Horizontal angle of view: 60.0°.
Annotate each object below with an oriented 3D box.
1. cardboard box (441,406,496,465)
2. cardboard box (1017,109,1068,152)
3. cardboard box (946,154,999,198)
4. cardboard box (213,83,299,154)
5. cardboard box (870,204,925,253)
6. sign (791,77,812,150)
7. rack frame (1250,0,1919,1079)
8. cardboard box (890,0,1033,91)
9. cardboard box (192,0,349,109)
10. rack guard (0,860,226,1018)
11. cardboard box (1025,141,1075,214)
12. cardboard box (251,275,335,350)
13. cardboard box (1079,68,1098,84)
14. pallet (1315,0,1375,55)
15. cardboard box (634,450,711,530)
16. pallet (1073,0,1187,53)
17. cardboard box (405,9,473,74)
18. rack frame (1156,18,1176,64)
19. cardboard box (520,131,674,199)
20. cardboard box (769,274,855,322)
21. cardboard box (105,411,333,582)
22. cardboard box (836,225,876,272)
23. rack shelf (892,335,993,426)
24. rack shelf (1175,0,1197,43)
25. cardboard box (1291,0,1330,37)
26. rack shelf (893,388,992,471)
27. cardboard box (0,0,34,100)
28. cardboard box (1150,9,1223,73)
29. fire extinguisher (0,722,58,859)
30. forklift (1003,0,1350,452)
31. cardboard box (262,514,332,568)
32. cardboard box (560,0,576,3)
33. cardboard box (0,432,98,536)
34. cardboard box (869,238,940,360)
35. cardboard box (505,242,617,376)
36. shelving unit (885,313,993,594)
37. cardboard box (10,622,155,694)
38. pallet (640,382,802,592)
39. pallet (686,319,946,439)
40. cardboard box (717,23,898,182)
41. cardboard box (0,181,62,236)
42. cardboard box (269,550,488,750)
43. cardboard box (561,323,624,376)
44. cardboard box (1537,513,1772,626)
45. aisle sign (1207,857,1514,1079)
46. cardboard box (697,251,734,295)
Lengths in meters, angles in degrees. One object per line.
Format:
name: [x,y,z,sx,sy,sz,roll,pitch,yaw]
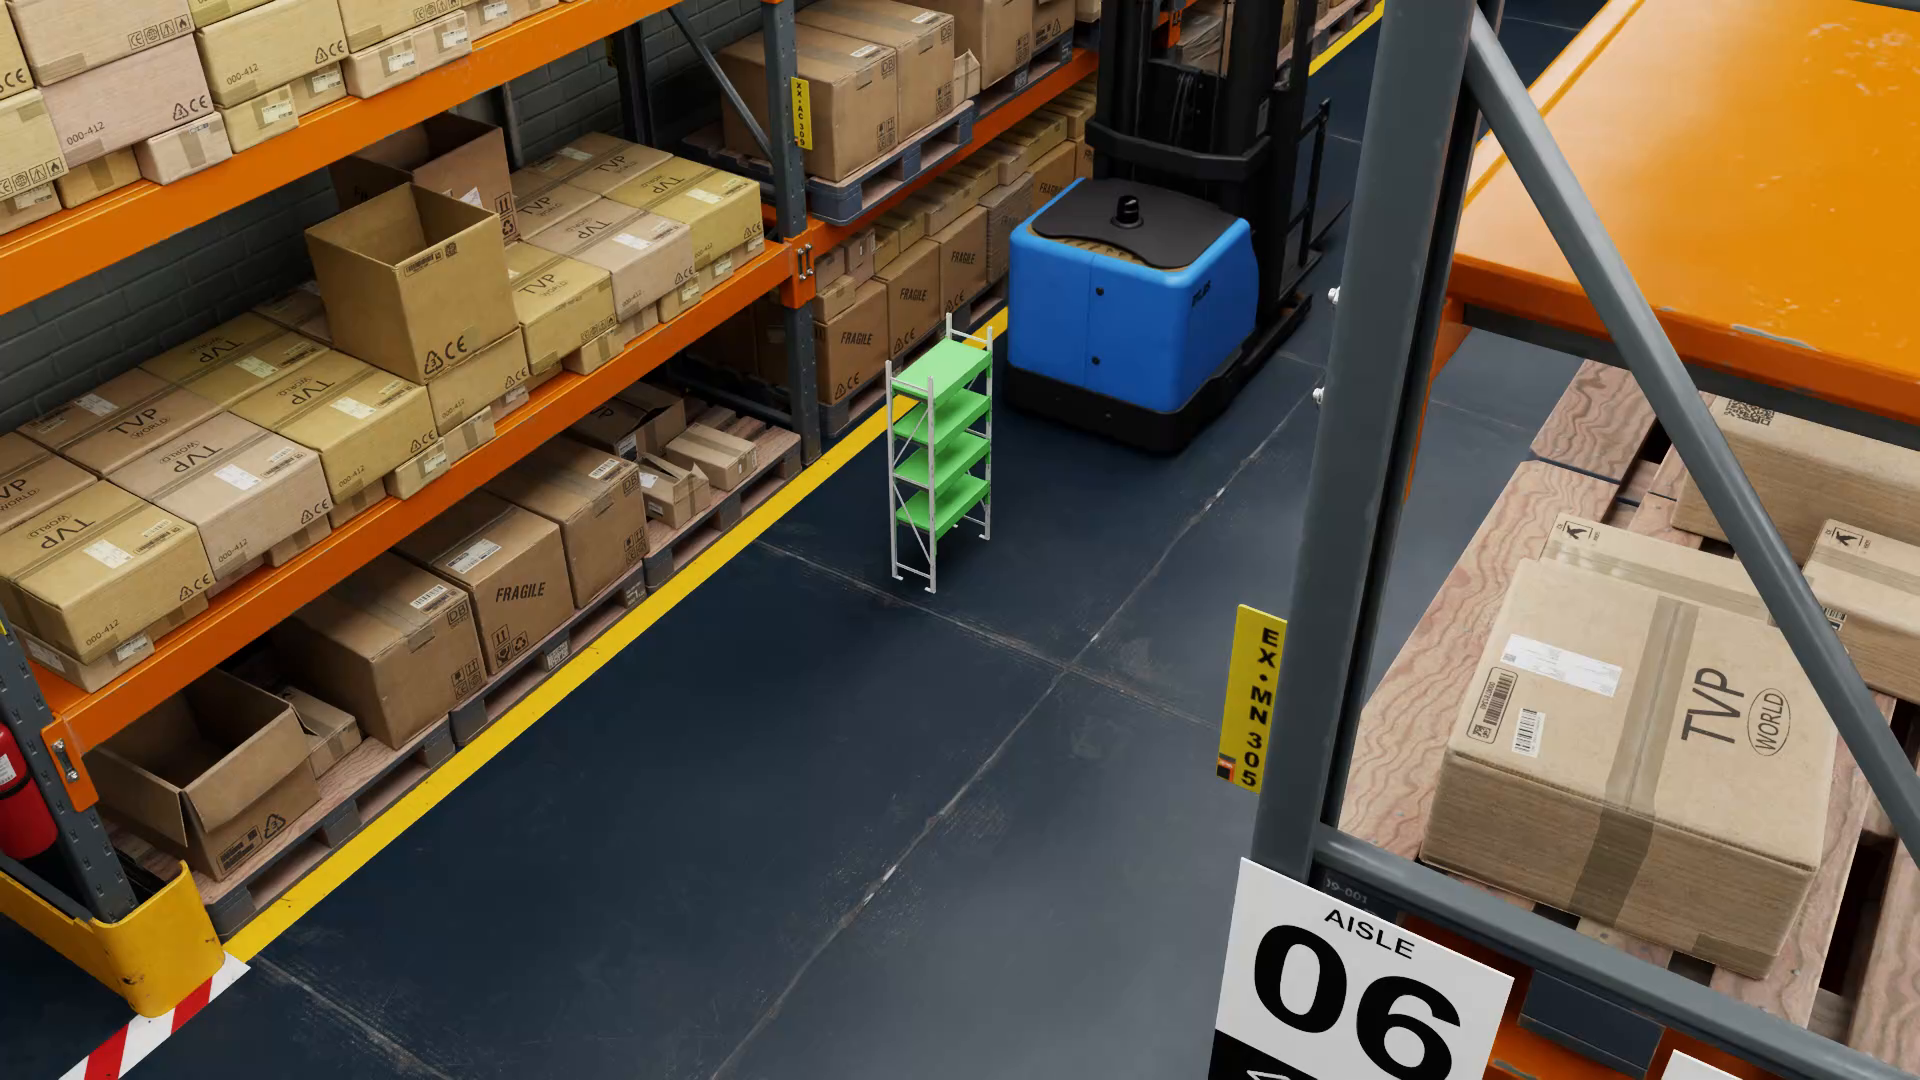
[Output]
cardboard box: [-2.061,-0.469,6.547,0.380,0.149,0.250,22,43,26]
cardboard box: [0.432,-2.525,10.180,0.380,0.149,0.250,22,43,26]
cardboard box: [0.002,-2.134,9.673,0.380,0.149,0.250,21,42,25]
cardboard box: [-2.333,-1.378,5.269,0.380,0.149,0.250,21,42,25]
cardboard box: [-0.419,-1.741,9.164,0.380,0.149,0.250,20,42,24]
sign: [-0.720,-1.930,7.527,0.100,0.325,0.005,21,42,25]
rack frame: [0.868,-0.453,1.406,1.000,3.000,0.127,21,42,25]
cardboard box: [-0.036,-2.814,8.957,0.700,0.500,0.500,21,42,25]
cardboard box: [-2.317,-1.613,5.247,0.500,0.250,0.500,20,42,24]
rack guard: [-3.284,1.252,6.155,1.175,0.500,0.348,21,42,25]
cardboard box: [0.361,-2.185,10.271,0.500,0.500,0.500,23,43,27]
cardboard box: [-2.476,-0.869,6.740,0.500,0.250,0.500,21,42,25]
cardboard box: [0.910,-2.918,10.690,0.380,0.149,0.250,19,42,23]
pallet: [2.742,-4.388,13.708,1.003,0.211,1.213,21,42,25]
cardboard box: [-1.424,-0.277,7.987,0.396,0.266,0.258,23,43,27]
pallet: [0.657,-3.374,10.267,1.213,0.211,1.003,21,42,25]
cardboard box: [-1.925,-1.764,5.769,0.380,0.149,0.250,22,43,26]
rack frame: [0.961,-3.823,10.691,1.000,3.000,0.127,21,42,25]
cardboard box: [-1.675,-1.652,7.755,0.500,0.250,0.500,21,42,25]
cardboard box: [-0.765,-1.292,8.580,0.380,0.149,0.250,23,43,27]
cardboard box: [-2.585,-0.162,5.823,0.500,0.250,0.500,22,43,26]
cardboard box: [-0.666,-1.559,8.683,0.380,0.149,0.250,19,42,23]
rack shelf: [-0.089,-0.719,7.458,0.258,0.148,0.480,21,42,25]
rack shelf: [2.033,-4.569,12.248,1.077,0.370,4.000,21,42,25]
cardboard box: [2.412,-4.440,13.094,0.875,0.625,0.625,21,42,25]
rack shelf: [-0.089,-0.529,7.605,0.258,0.148,0.480,21,42,25]
cardboard box: [-2.875,-1.289,4.418,0.500,0.250,0.500,21,42,25]
cardboard box: [1.307,-3.365,11.699,0.875,0.625,0.625,23,43,26]
fire extinguisher: [-3.014,0.707,5.184,0.296,0.674,0.183,21,42,25]
forklift: [1.432,-2.495,9.025,1.130,2.935,3.031,20,42,24]
cardboard box: [-2.521,-0.082,6.045,0.380,0.149,0.250,23,43,26]
cardboard box: [-1.546,-2.181,6.311,0.380,0.149,0.250,21,42,25]
cardboard box: [-3.303,-0.081,5.716,0.500,0.250,0.500,22,43,26]
cardboard box: [-0.456,-1.390,9.239,0.500,0.500,0.500,21,42,25]
cardboard box: [-1.783,-0.961,6.858,0.500,0.250,0.500,21,42,25]
shelving unit: [-0.089,-0.390,7.712,0.258,1.200,0.503,21,42,25]
cardboard box: [-2.917,0.321,5.521,0.380,0.149,0.250,21,42,25]
pallet: [-1.551,-0.302,8.409,1.003,0.211,1.213,21,42,25]
pallet: [-0.778,-1.088,9.428,1.003,0.211,1.213,21,42,25]
cardboard box: [-0.734,-2.143,8.086,0.700,0.500,0.500,22,43,26]
cardboard box: [-2.840,-1.019,4.803,0.380,0.149,0.250,22,43,26]
cardboard box: [-2.427,0.413,6.900,0.700,0.500,0.500,23,43,27]
cardboard box: [-1.656,-0.863,7.058,0.380,0.149,0.250,21,42,24]
cardboard box: [1.190,0.125,2.893,0.380,0.149,0.250,18,41,22]
aisle sign: [0.568,0.829,2.527,0.394,0.787,0.004,21,42,25]
cardboard box: [-1.261,-1.273,7.589,0.380,0.149,0.250,22,43,26]
